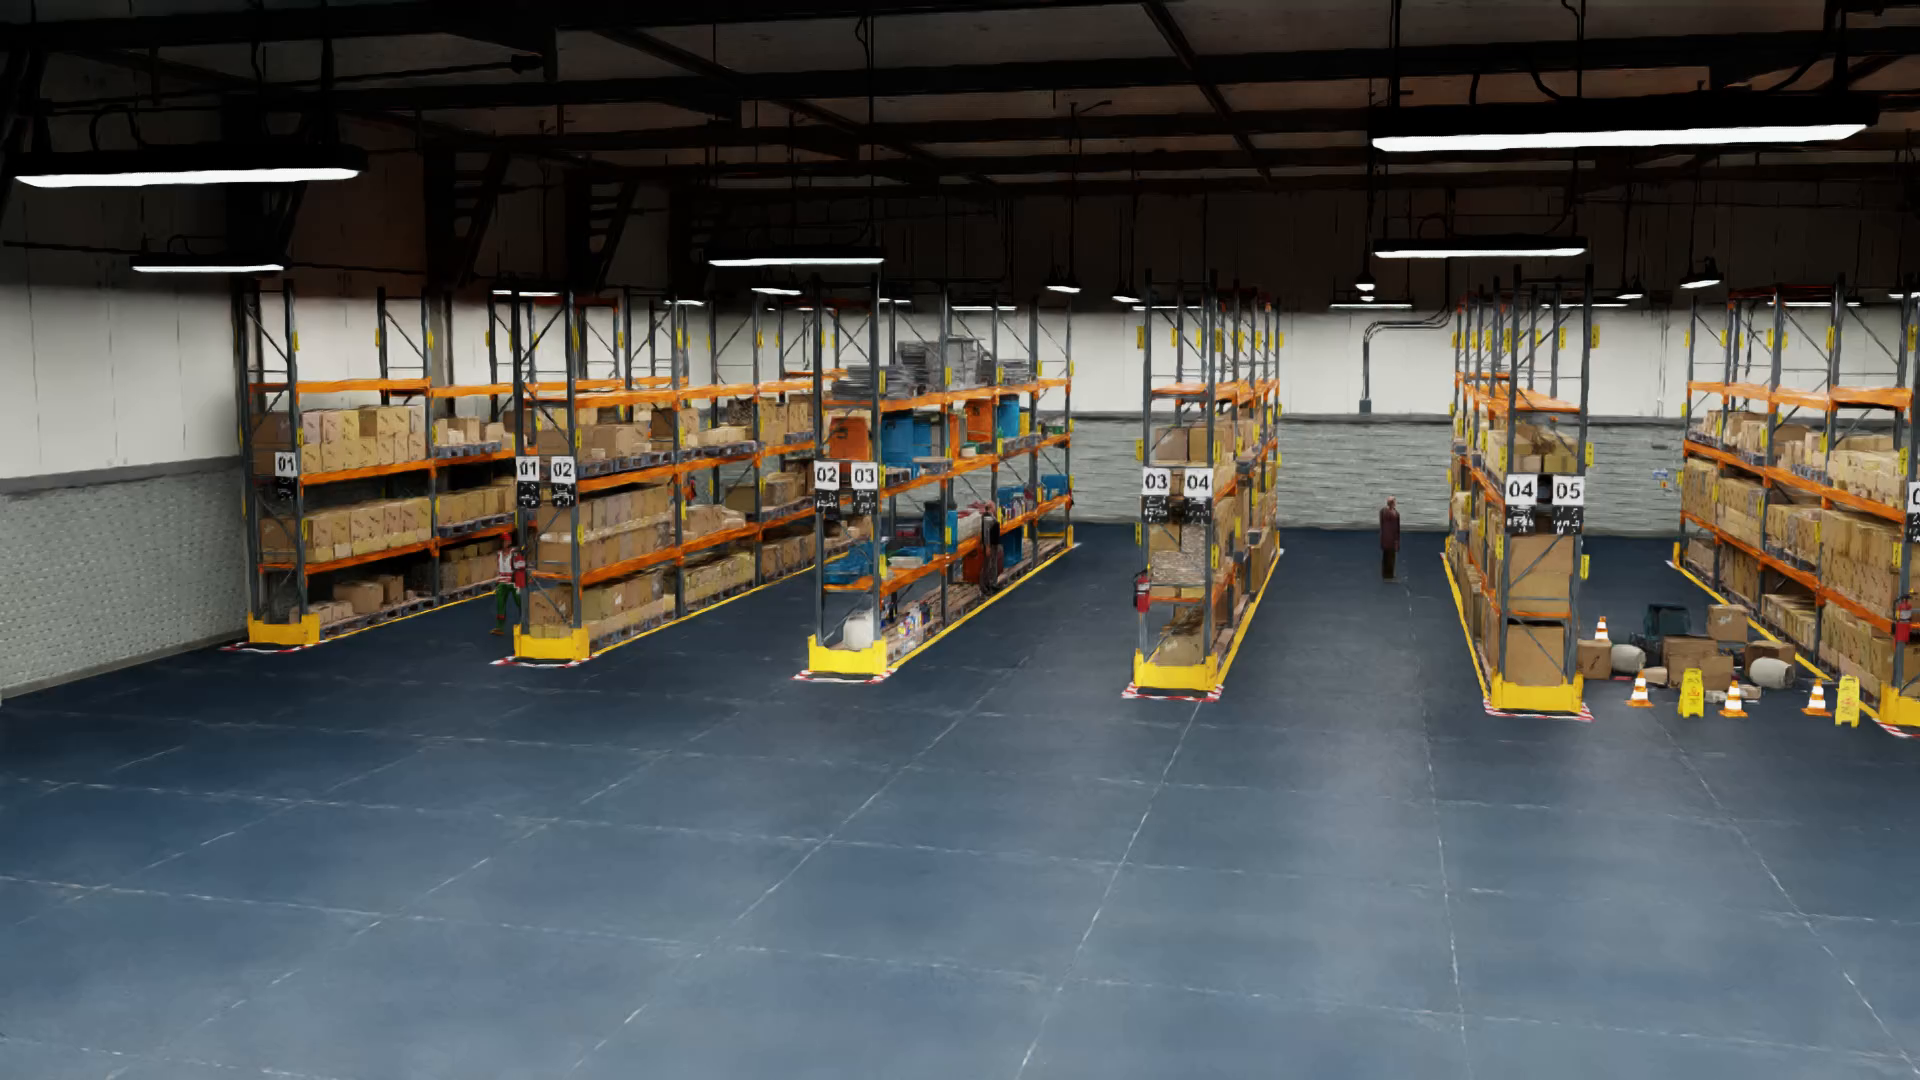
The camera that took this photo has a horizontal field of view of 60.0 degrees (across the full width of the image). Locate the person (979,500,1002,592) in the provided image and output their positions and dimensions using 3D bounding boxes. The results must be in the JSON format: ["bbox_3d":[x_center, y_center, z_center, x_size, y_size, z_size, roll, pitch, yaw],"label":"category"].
[{"bbox_3d":[0.564,0.103,31.314,0.390,1.720,0.627,1,7,10],"label":"person"}]

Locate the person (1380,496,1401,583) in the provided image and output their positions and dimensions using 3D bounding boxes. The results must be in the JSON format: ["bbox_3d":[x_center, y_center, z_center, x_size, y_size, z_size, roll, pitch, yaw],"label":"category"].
[{"bbox_3d":[8.968,0.028,34.510,0.504,1.669,0.640,-2,7,-16],"label":"person"}]

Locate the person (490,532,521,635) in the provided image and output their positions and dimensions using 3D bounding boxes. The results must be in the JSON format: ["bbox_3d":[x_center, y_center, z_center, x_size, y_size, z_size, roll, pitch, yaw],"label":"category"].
[{"bbox_3d":[-7.716,0.729,28.501,0.567,1.736,1.044,2,7,13],"label":"person"}]
